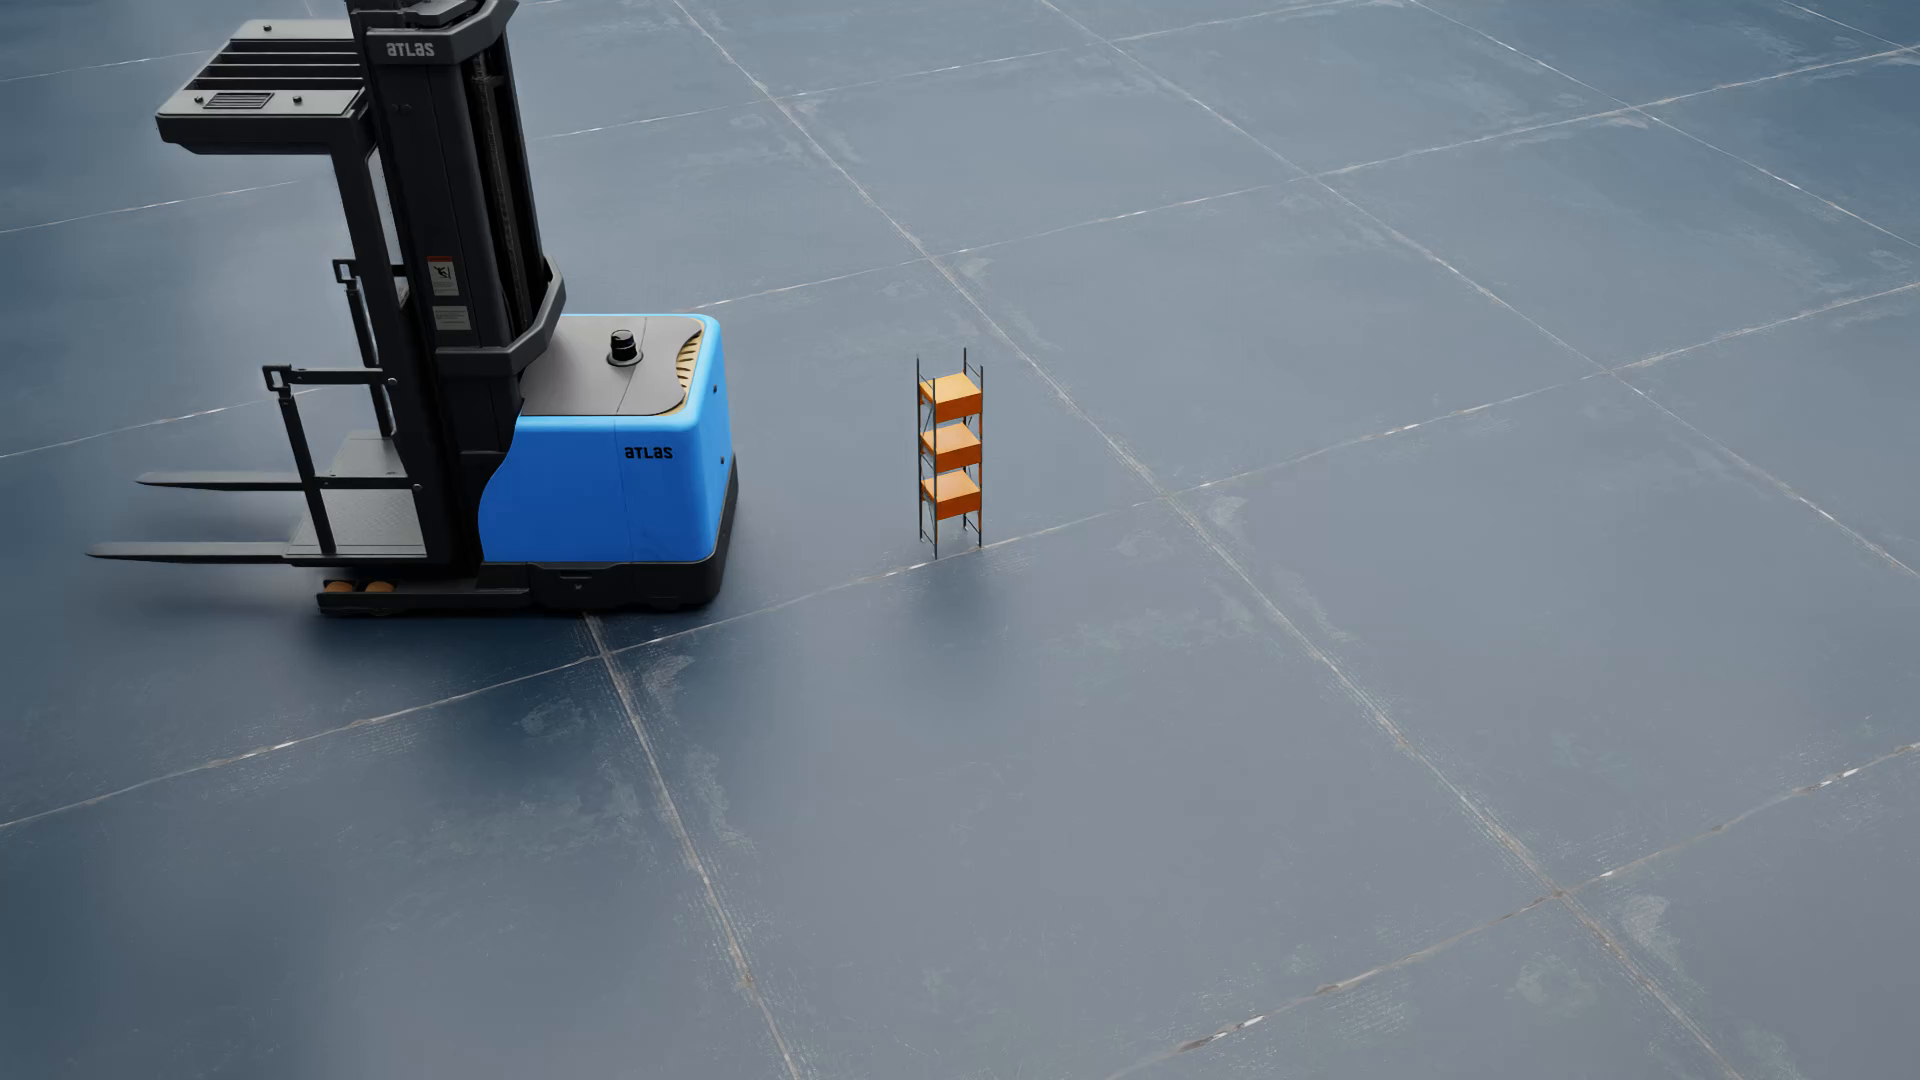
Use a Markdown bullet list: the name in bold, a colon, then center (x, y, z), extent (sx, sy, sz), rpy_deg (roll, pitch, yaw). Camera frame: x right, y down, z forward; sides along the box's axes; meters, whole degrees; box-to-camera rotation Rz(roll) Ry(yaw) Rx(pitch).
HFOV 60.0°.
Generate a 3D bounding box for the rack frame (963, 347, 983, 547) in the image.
- **rack frame**: center (0.062, -0.439, 8.104), extent (0.008, 1.050, 0.200), rpy_deg (-16, 39, -20)

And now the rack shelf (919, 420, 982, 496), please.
- **rack shelf**: center (-0.048, -0.400, 8.068), extent (0.240, 0.259, 0.215), rpy_deg (-16, 39, -20)

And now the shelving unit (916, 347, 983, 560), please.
- **shelving unit**: center (-0.048, -0.408, 8.062), extent (0.252, 1.050, 0.215), rpy_deg (-16, 39, -20)

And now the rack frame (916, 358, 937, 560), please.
- **rack frame**: center (-0.159, -0.377, 8.020), extent (0.008, 1.050, 0.200), rpy_deg (-16, 39, -20)

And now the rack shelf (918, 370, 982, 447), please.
- **rack shelf**: center (-0.048, -0.628, 7.899), extent (0.240, 0.259, 0.215), rpy_deg (-16, 39, -20)

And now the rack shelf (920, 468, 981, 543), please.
- **rack shelf**: center (-0.048, -0.176, 8.234), extent (0.240, 0.259, 0.215), rpy_deg (-16, 39, -20)

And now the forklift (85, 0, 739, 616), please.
- **forklift**: center (-2.663, -1.131, 7.457), extent (3.031, 2.935, 1.130), rpy_deg (0, 37, 0)
